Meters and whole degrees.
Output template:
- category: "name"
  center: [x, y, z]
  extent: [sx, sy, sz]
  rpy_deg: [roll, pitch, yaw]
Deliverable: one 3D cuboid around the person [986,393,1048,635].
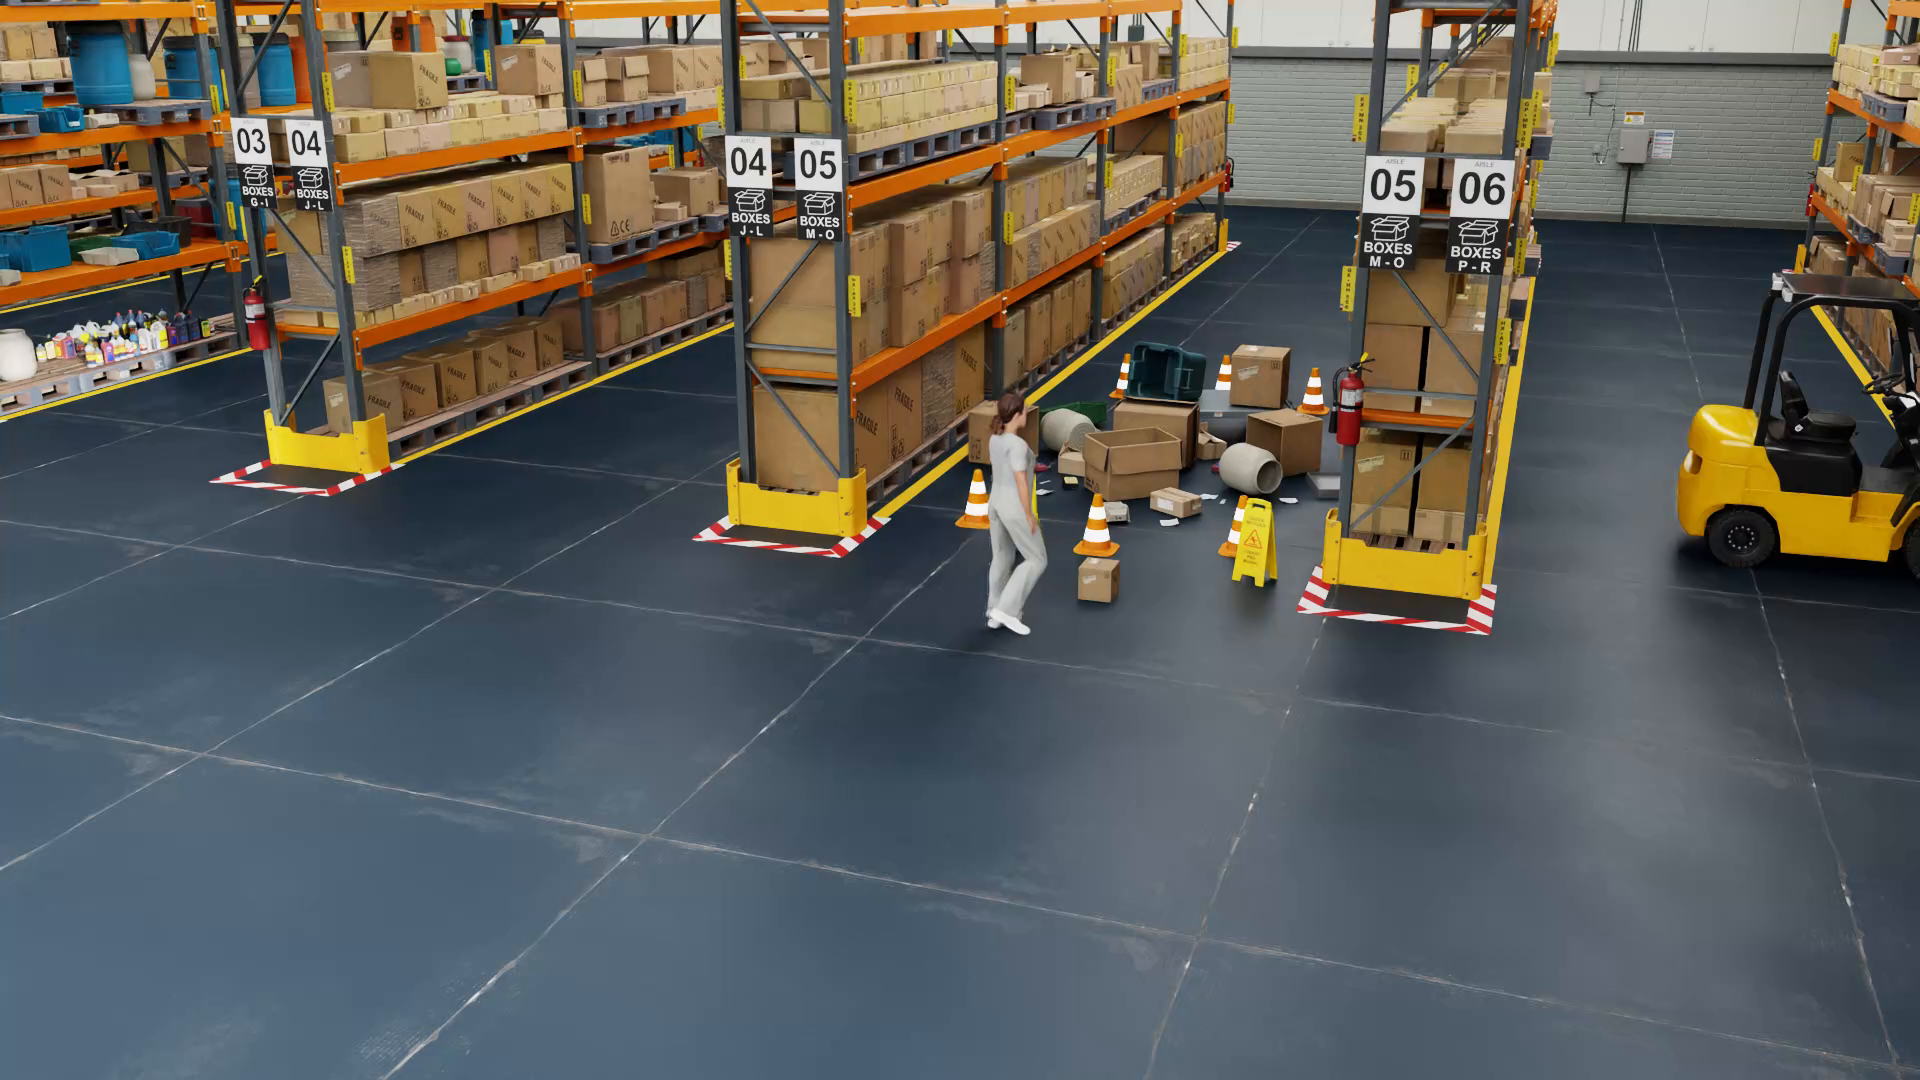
- category: "person"
  center: [0.347, -0.175, 11.532]
  extent: [0.428, 1.667, 0.555]
  rpy_deg: [-9, 21, -25]
